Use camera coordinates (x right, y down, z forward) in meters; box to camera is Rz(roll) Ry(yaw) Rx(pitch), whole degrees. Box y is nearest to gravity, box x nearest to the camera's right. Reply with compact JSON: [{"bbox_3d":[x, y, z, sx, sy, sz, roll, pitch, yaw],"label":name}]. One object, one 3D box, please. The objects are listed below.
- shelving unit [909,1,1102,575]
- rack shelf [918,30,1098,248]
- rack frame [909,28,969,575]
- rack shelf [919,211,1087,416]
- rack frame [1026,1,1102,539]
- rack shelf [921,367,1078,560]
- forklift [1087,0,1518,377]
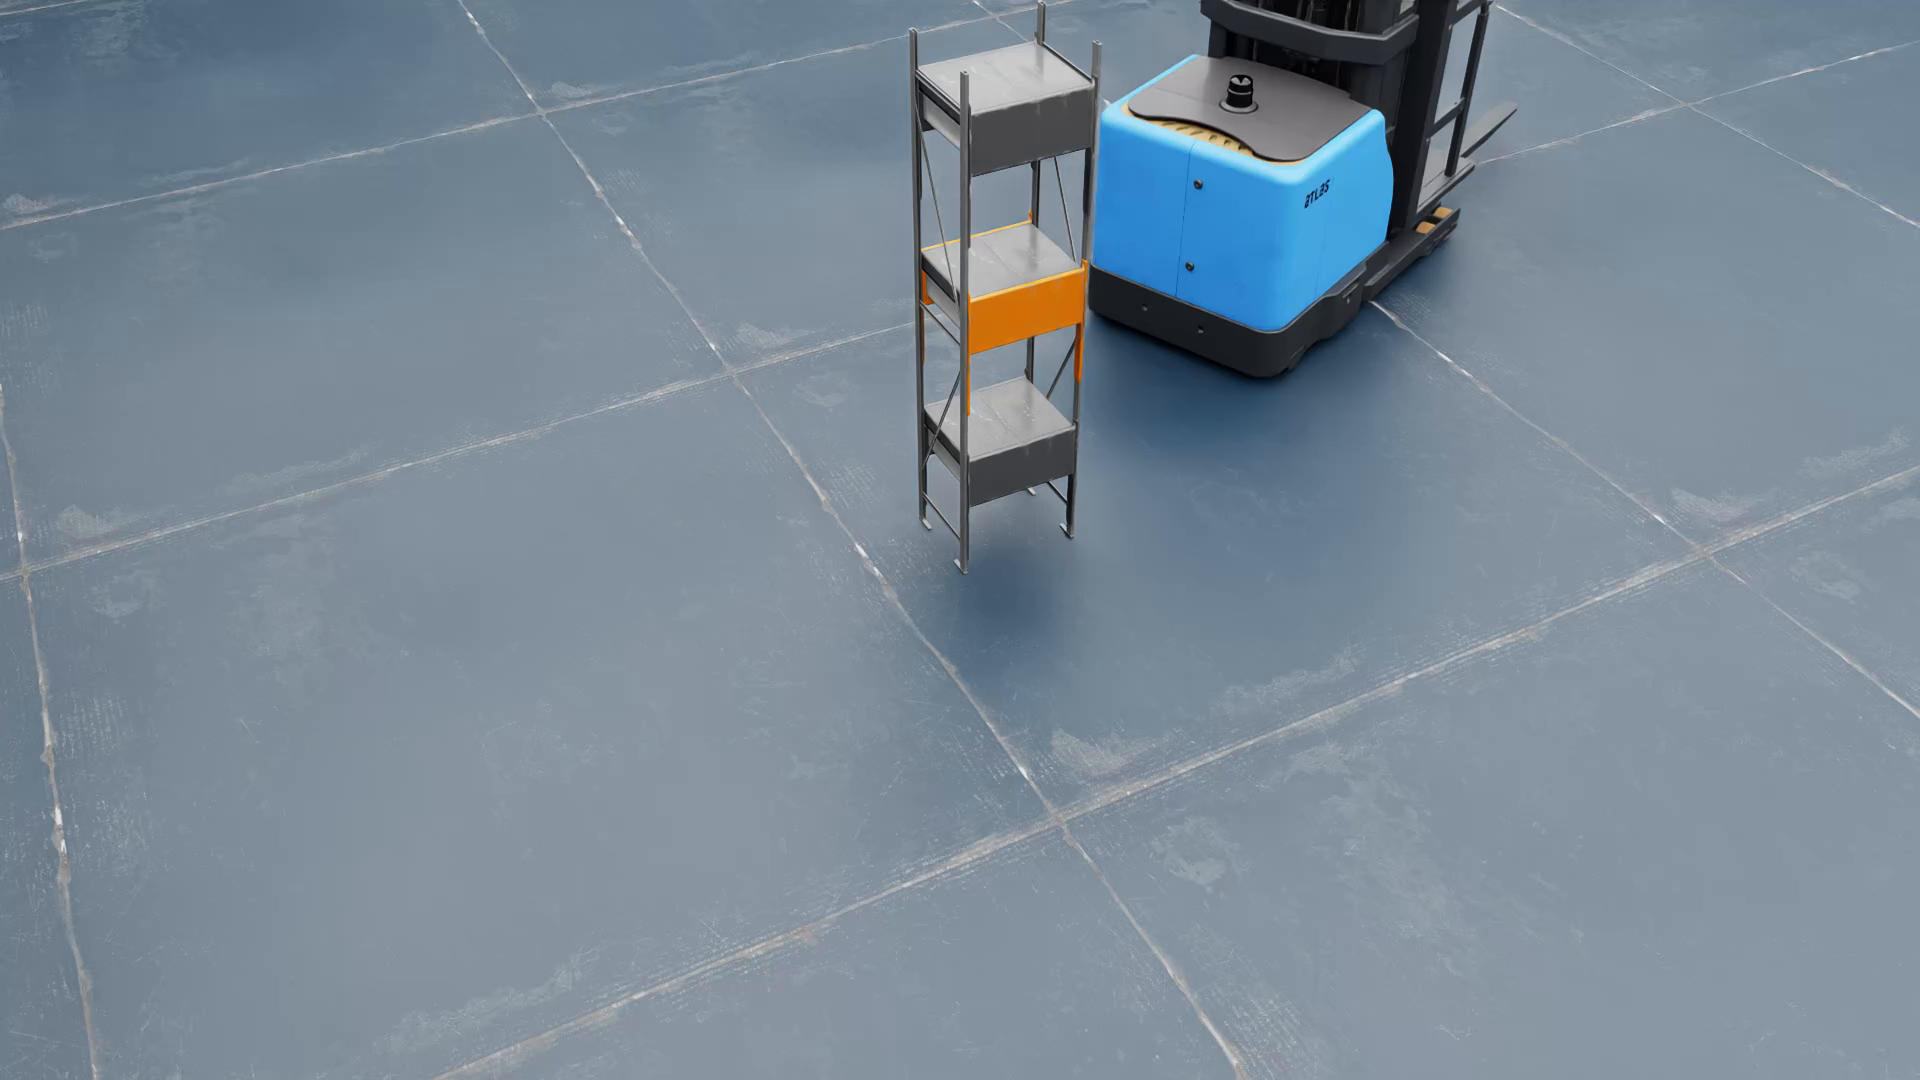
[{"bbox_3d":[0.147,-0.851,6.130,0.503,2.100,0.431,-19,44,-21],"label":"shelving unit"},{"bbox_3d":[0.147,-1.375,5.687,0.480,0.518,0.431,-19,44,-21],"label":"rack shelf"},{"bbox_3d":[-0.070,-0.778,6.044,0.015,2.100,0.400,-19,44,-21],"label":"rack frame"},{"bbox_3d":[0.147,-0.840,6.139,0.480,0.518,0.431,-19,44,-21],"label":"rack shelf"},{"bbox_3d":[0.363,-0.924,6.216,0.015,2.100,0.400,-19,44,-21],"label":"rack frame"},{"bbox_3d":[0.147,-0.306,6.591,0.480,0.518,0.431,-19,44,-21],"label":"rack shelf"},{"bbox_3d":[1.914,-2.746,7.726,1.130,2.935,3.031,27,47,28],"label":"forklift"}]
